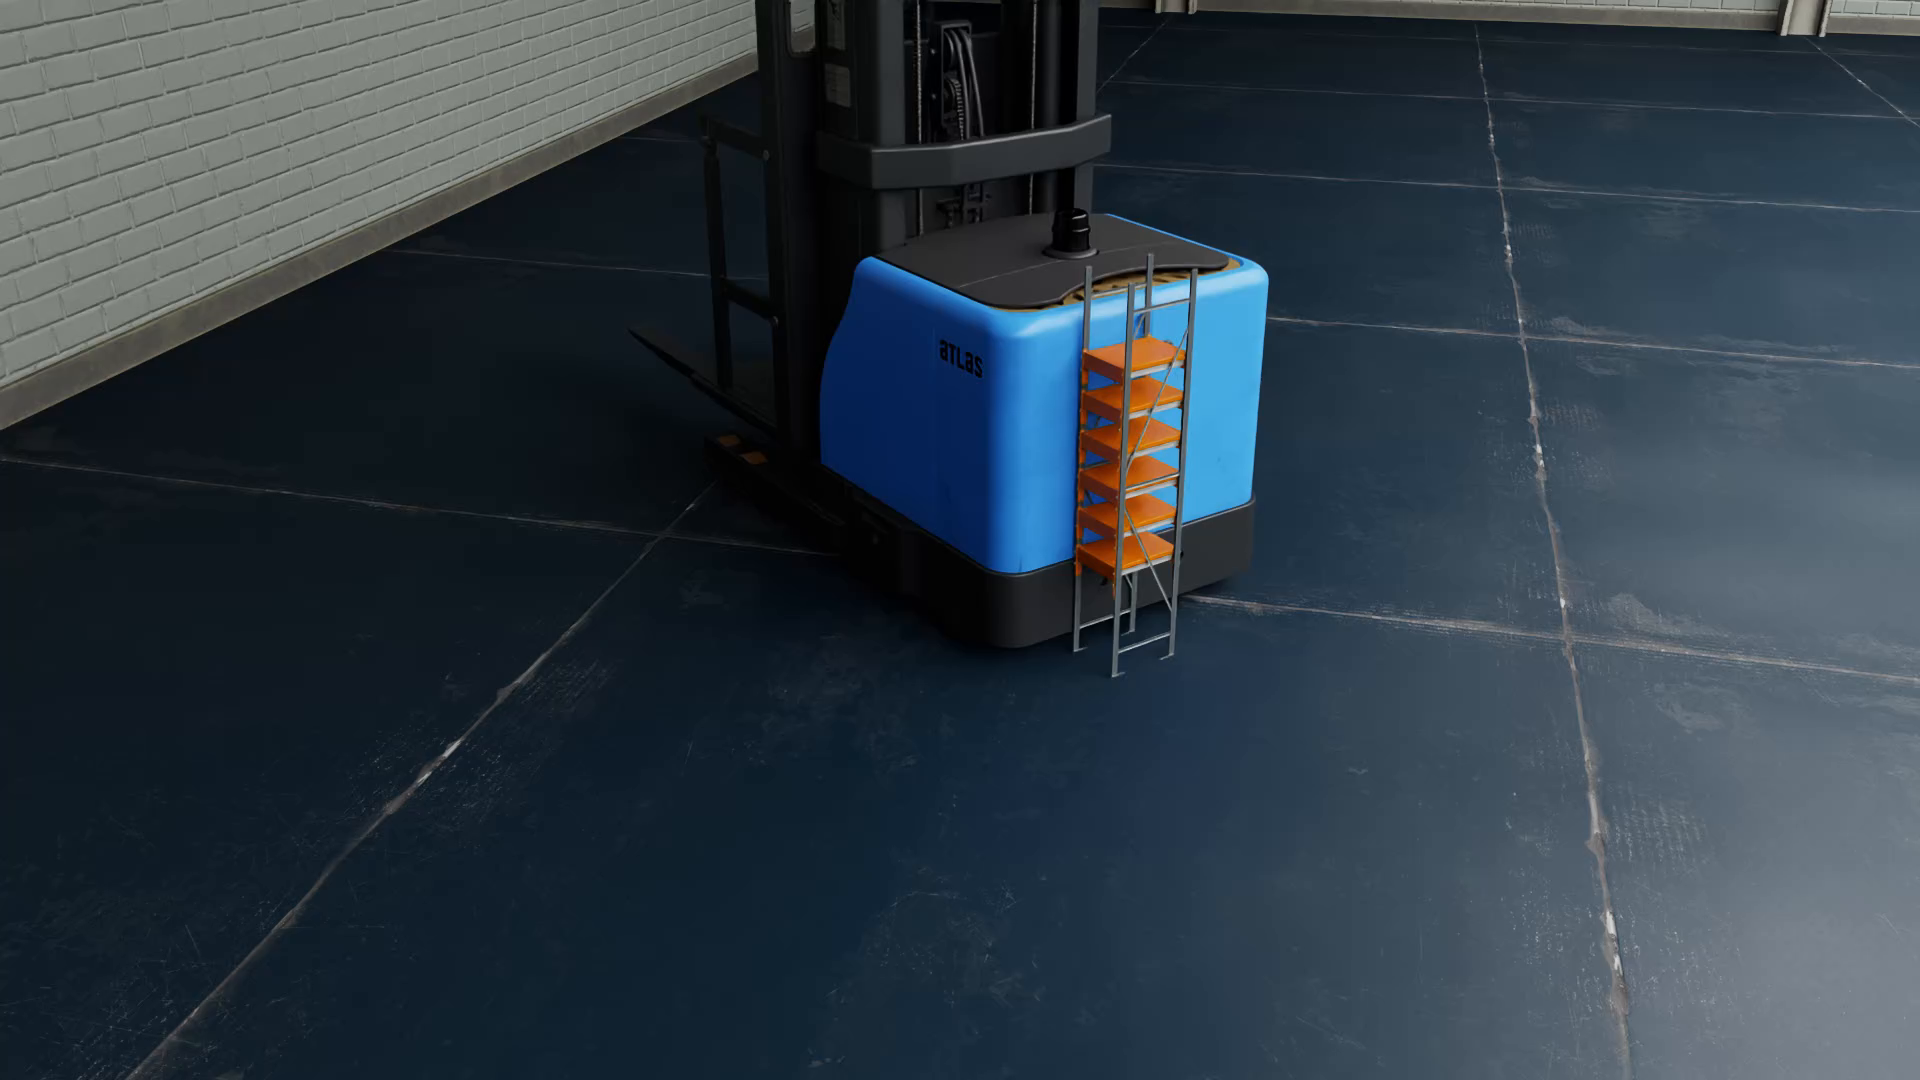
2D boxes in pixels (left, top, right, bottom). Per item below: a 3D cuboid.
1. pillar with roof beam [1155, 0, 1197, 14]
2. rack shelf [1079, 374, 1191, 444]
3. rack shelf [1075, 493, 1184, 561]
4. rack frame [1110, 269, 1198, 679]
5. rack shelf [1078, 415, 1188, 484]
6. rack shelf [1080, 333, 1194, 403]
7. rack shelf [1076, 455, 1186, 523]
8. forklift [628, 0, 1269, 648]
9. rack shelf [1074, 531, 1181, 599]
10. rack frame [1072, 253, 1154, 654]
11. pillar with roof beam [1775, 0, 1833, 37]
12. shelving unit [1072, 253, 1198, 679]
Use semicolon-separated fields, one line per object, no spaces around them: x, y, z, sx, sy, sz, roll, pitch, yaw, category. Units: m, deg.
1.175;-7.775;11.613;0.400;9.000;9.100;6;26;13;pillar with roof beam
0.492;-0.372;4.681;0.258;0.103;0.180;-16;30;-31;rack shelf
0.492;-0.047;4.836;0.258;0.103;0.180;-16;30;-31;rack shelf
0.543;-0.163;4.697;0.240;1.200;0.006;-16;30;-31;rack frame
0.492;-0.264;4.733;0.258;0.103;0.180;-16;30;-31;rack shelf
0.492;-0.481;4.630;0.258;0.103;0.180;-16;30;-31;rack shelf
0.492;-0.156;4.785;0.258;0.103;0.180;-16;30;-31;rack shelf
-0.299;-1.585;5.669;1.130;2.935;3.031;-16;30;-31;forklift
0.492;0.061;4.888;0.258;0.103;0.180;-16;30;-31;rack shelf
0.440;-0.228;4.834;0.240;1.200;0.006;-16;30;-31;rack frame
6.986;-7.133;10.263;0.400;9.000;9.100;6;26;13;pillar with roof beam
0.492;-0.196;4.765;0.258;1.200;0.189;-16;30;-31;shelving unit
